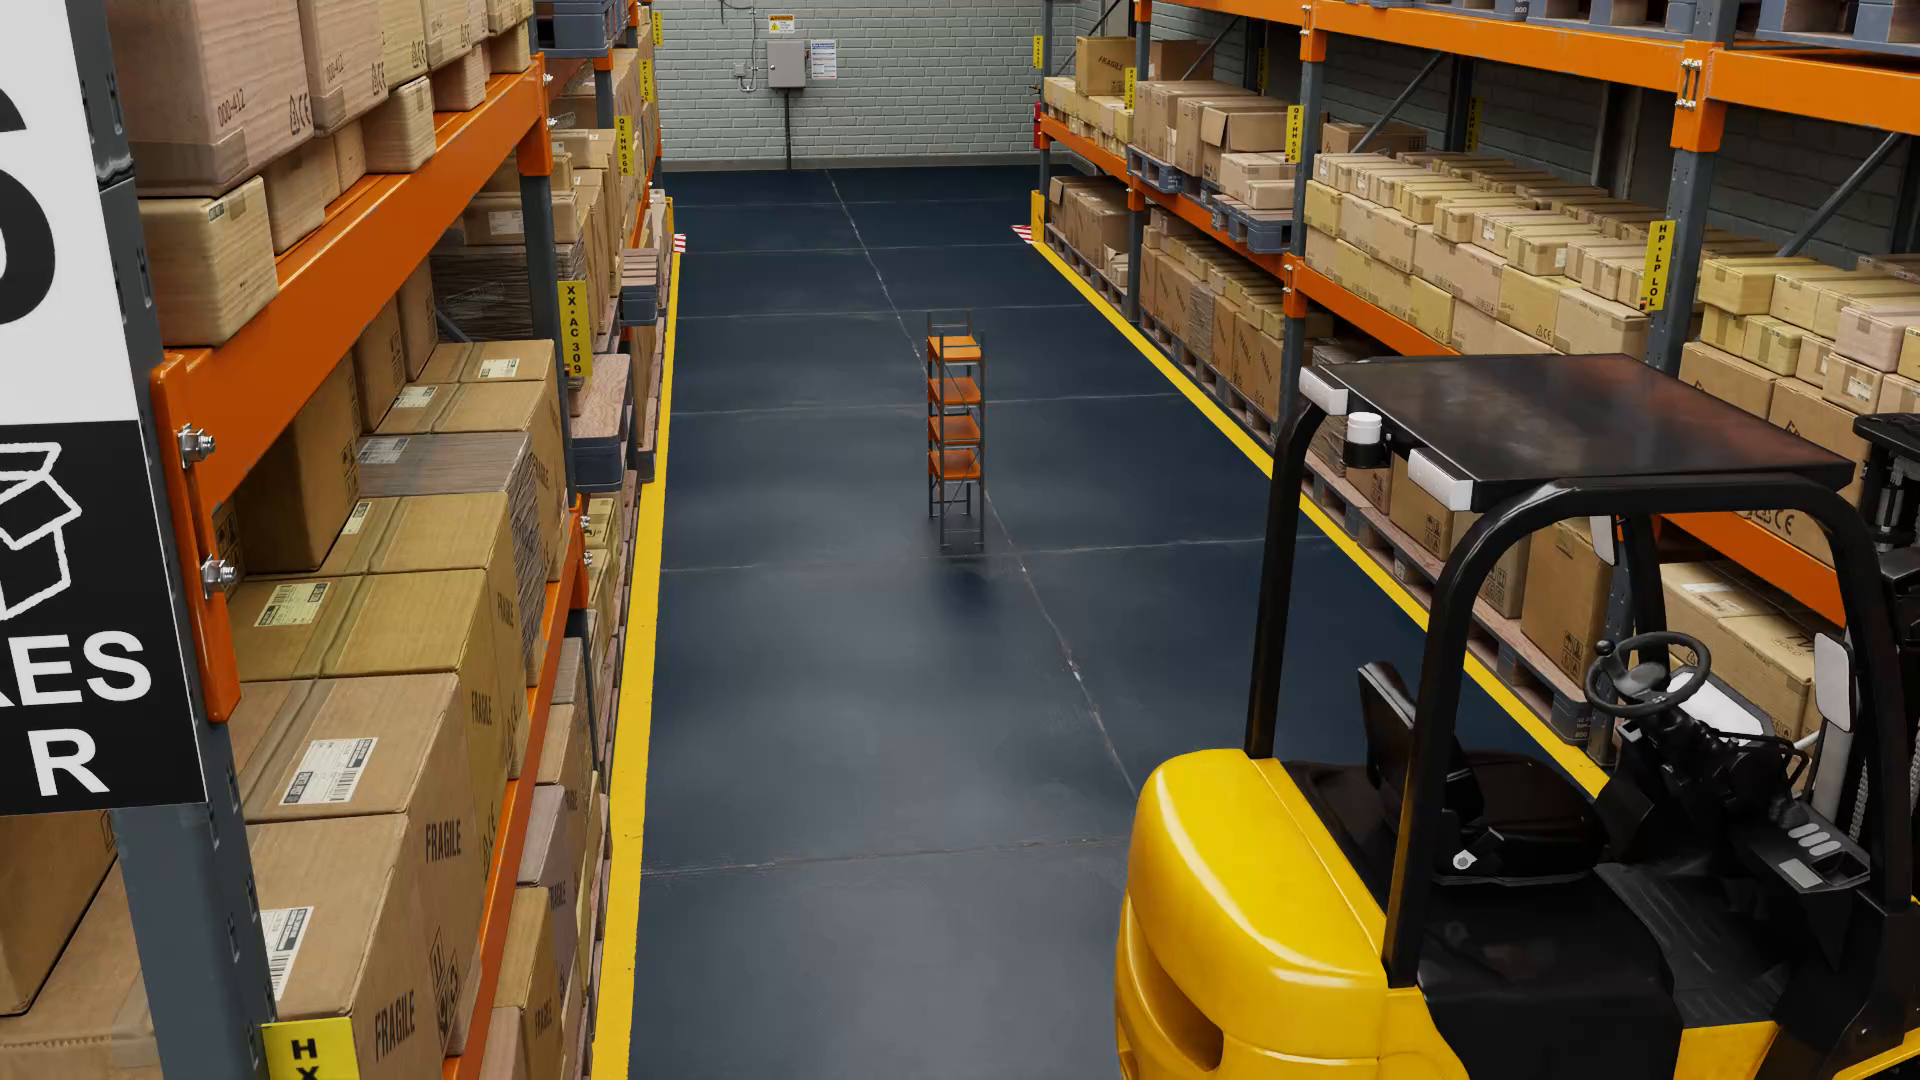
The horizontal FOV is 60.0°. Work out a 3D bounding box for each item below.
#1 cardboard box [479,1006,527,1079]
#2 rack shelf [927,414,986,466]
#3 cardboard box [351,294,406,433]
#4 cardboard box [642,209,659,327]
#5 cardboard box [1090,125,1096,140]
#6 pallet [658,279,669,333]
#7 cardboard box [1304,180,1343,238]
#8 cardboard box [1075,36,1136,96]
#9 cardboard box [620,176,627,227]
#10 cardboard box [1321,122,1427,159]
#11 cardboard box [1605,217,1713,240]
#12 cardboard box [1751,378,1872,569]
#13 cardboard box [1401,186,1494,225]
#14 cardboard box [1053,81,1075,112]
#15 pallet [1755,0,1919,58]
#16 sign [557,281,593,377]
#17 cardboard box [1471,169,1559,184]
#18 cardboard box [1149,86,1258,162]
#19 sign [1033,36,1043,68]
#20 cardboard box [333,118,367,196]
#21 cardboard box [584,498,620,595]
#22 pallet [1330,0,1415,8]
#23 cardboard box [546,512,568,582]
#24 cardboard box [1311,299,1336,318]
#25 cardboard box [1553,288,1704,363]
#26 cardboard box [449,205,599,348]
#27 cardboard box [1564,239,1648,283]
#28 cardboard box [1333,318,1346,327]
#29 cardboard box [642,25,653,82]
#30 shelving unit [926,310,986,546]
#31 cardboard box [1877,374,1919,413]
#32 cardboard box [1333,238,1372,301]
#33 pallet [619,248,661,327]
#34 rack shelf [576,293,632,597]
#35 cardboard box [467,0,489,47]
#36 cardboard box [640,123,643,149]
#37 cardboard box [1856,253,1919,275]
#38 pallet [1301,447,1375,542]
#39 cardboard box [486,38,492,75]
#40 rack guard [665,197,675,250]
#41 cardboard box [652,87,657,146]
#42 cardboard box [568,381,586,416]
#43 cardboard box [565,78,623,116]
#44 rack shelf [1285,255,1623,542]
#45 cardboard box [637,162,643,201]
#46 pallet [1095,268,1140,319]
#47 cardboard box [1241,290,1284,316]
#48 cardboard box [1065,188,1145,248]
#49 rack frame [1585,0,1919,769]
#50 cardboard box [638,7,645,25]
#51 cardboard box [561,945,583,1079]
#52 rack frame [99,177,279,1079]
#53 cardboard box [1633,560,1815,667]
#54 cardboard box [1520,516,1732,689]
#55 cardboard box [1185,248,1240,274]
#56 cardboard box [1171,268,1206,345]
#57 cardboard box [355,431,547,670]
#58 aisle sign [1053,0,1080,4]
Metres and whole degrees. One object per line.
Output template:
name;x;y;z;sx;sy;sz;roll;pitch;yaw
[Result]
cardboard box;-1.182;1.370;3.519;0.500;0.500;0.500;-4;21;-10
rack shelf;-0.024;-0.556;9.183;0.258;0.148;0.480;-3;21;-8
cardboard box;-1.931;-0.586;4.502;0.700;0.500;0.500;-3;21;-7
cardboard box;-2.817;-2.034;12.810;0.875;0.875;0.875;-2;21;-6
cardboard box;1.425;-3.810;15.488;0.380;0.149;0.250;-3;21;-8
pallet;-3.017;-2.004;14.279;1.003;0.211;1.213;-3;21;-8
cardboard box;2.300;-1.906;9.533;0.500;0.250;0.500;-3;21;-8
cardboard box;1.365;-4.410;15.453;0.500;0.500;0.500;-2;21;-6
cardboard box;-2.237;-2.010;9.810;0.500;0.250;0.500;-3;21;-8
cardboard box;2.583;-2.339;10.449;0.500;0.500;0.500;-2;21;-5
cardboard box;3.151;-1.365;7.513;0.380;0.149;0.250;-3;21;-8
cardboard box;2.976;-0.225;5.389;0.500;0.500;0.500;-3;21;-7
cardboard box;2.454;-1.689;8.380;0.380;0.149;0.250;-2;21;-7
cardboard box;1.221;-4.403;16.508;0.500;0.250;0.500;-3;21;-7
pallet;3.228;-1.594;5.037;1.003;0.211;1.213;-3;21;-8
sign;-1.296;-0.709;5.589;0.100;0.325;0.005;-3;21;-8
cardboard box;2.980;-1.899;8.943;0.380;0.149;0.250;-3;21;-9
cardboard box;1.849;-3.180;12.700;0.700;0.500;0.500;-3;21;-7
sign;0.813;-5.058;17.233;0.100;0.325;0.005;-3;21;-8
cardboard box;-1.215;-0.663;2.776;0.380;0.149;0.250;-4;21;-9
cardboard box;-2.119;0.090;7.842;0.950;0.372;0.625;-2;21;-6
pallet;2.689;-2.996;8.933;1.213;0.211;1.003;-2;21;-5
cardboard box;-1.441;0.027;5.217;0.380;0.149;0.250;-2;21;-7
cardboard box;2.609;-1.611;11.287;0.380;0.149;0.250;-3;21;-7
cardboard box;2.756;-0.846;6.693;0.500;0.250;0.500;-3;21;-9
cardboard box;-1.689;-1.006;6.455;0.500;0.500;0.500;-3;21;-8
cardboard box;2.772;-1.158;6.960;0.380;0.149;0.250;-3;21;-8
cardboard box;2.668;-1.266;11.292;0.500;0.500;0.500;-3;21;-8
cardboard box;-3.084;-4.437;15.237;0.500;0.500;0.500;-3;21;-8
shelving unit;-0.024;-0.619;9.160;0.258;1.200;0.503;-3;21;-8
cardboard box;2.968;-0.393;4.912;0.380;0.149;0.250;-3;21;-8
cardboard box;2.392;-1.499;9.157;0.500;0.250;0.500;-3;21;-9
pallet;-2.200;-1.327;8.755;1.213;0.211;1.003;-3;21;-8
rack shelf;-2.120;-0.628;7.640;1.077;0.370;4.000;-3;21;-8
cardboard box;-1.369;-1.256;3.794;0.500;0.250;0.500;-3;21;-9
cardboard box;-2.681;-3.066;12.639;0.500;0.250;0.500;-3;21;-8
cardboard box;3.424;-0.919;5.895;0.380;0.149;0.250;-3;21;-8
pallet;2.583;-0.316;9.761;1.003;0.211;1.213;-3;21;-8
cardboard box;-1.535;-1.375;4.682;0.380;0.149;0.250;-3;21;-7
rack guard;-3.565;-3.265;17.244;1.175;0.500;0.348;-3;21;-8
cardboard box;-3.002;-3.791;14.935;0.500;0.500;0.500;-2;21;-6
cardboard box;-1.599;-0.559;6.185;0.380;0.149;0.250;-3;21;-7
cardboard box;-2.319;-2.527;10.124;0.500;0.500;0.500;-3;21;-8
rack shelf;2.791;-0.880;8.314;1.077;0.370;4.000;-3;21;-8
cardboard box;-2.599;-2.654;12.248;0.500;0.250;0.500;-3;21;-9
pallet;1.828;-2.226;14.874;1.003;0.211;1.213;-3;21;-8
cardboard box;2.117;-1.584;11.215;0.380;0.149;0.250;-4;21;-10
cardboard box;1.429;-3.191;16.444;0.700;0.500;0.500;-2;21;-6
rack frame;3.079;-0.525;6.334;1.000;3.000;0.127;-3;21;-8
cardboard box;-3.135;-4.872;15.473;0.380;0.149;0.250;-2;21;-7
cardboard box;-1.325;1.370;4.591;0.500;0.250;0.500;-3;21;-7
rack frame;-1.255;1.112;1.952;1.000;3.000;0.127;-3;21;-8
cardboard box;2.839;0.282;6.076;0.500;0.250;0.500;-3;21;-9
cardboard box;2.993;0.211;7.158;0.875;0.625;0.625;-2;21;-5
cardboard box;1.931;-2.124;12.660;0.380;0.149;0.250;-3;21;-8
cardboard box;1.927;-1.784;12.679;0.500;0.500;0.500;-4;21;-9
cardboard box;-1.362;0.039;4.255;0.500;0.500;0.500;-2;21;-6
aisle sign;1.049;-5.906;17.027;0.394;0.787;0.004;-3;21;-8
